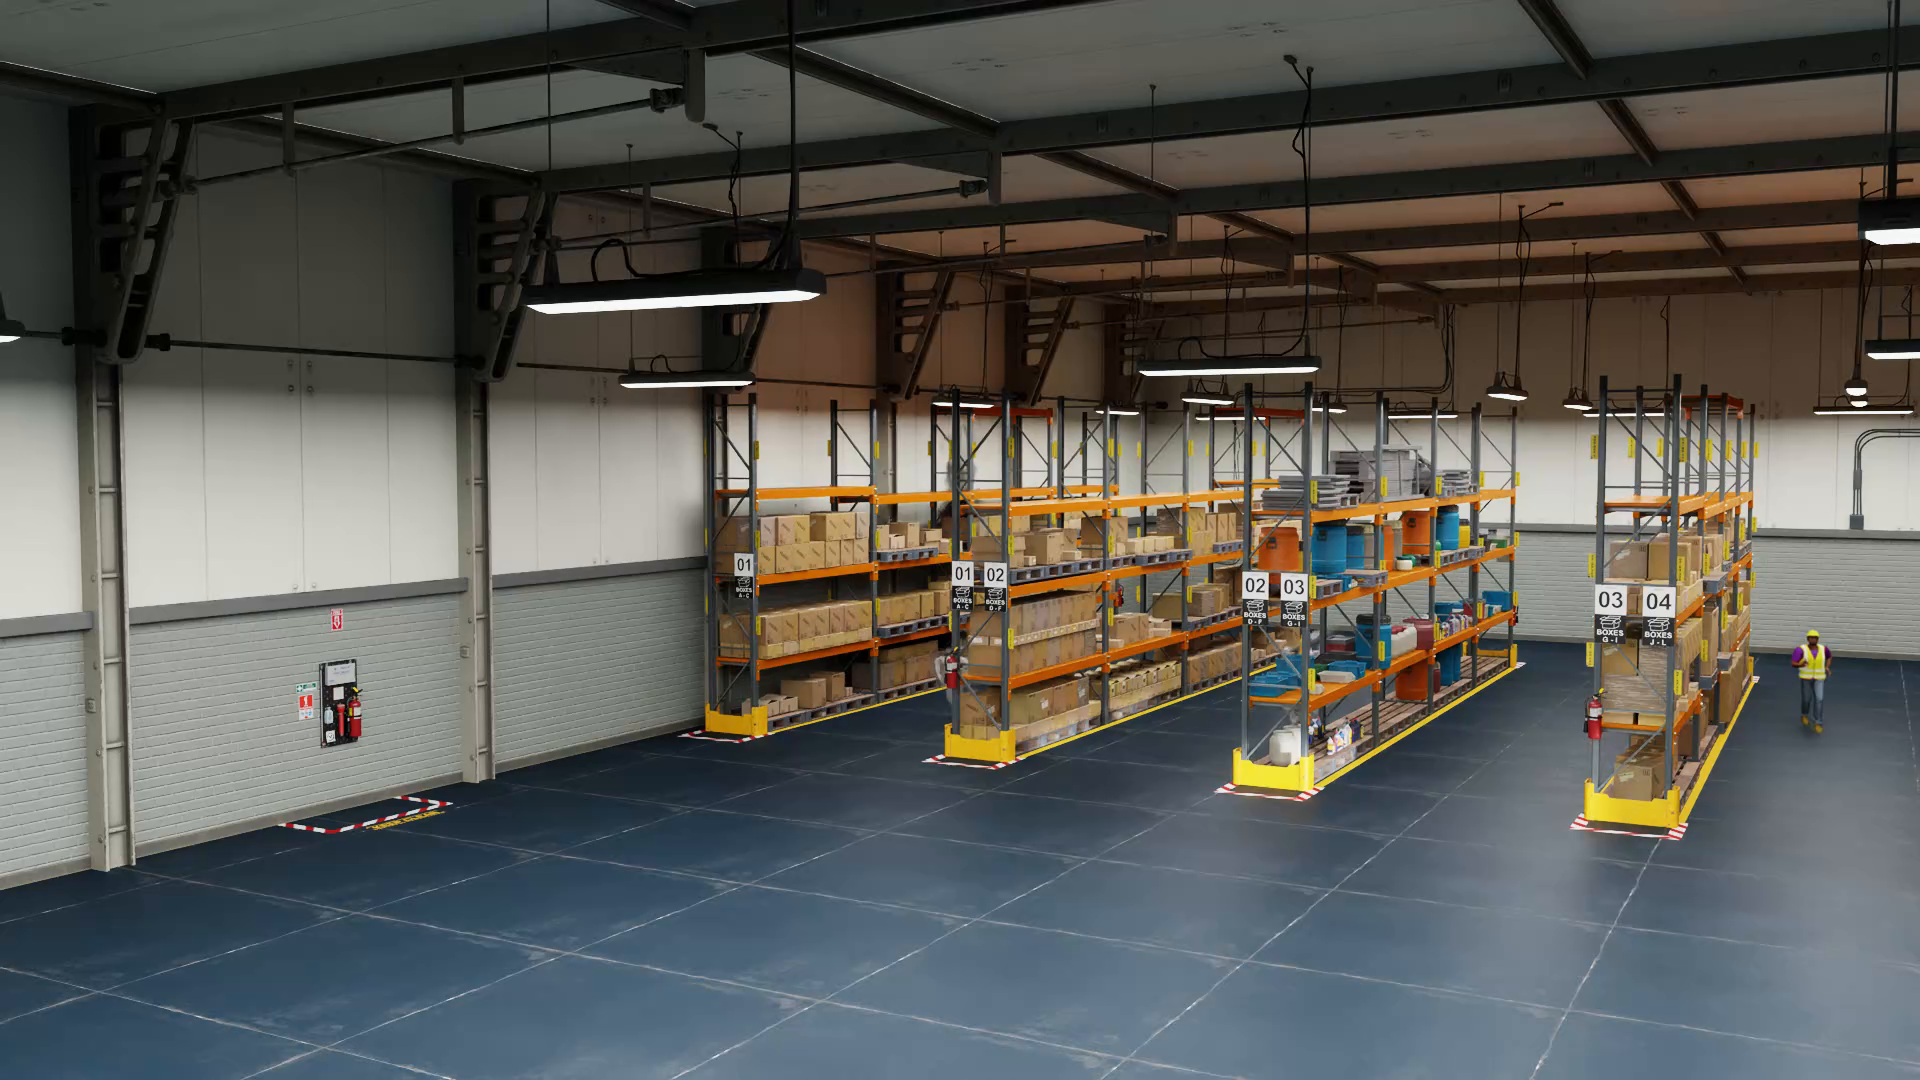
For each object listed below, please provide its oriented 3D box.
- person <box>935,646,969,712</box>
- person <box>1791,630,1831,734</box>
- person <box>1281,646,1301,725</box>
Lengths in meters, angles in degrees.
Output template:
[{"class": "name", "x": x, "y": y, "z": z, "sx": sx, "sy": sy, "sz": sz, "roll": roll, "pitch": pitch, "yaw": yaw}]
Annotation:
[{"class": "person", "x": -0.147, "y": 2.632, "z": 30.068, "sx": 0.645, "sy": 1.496, "sz": 0.816, "roll": 0, "pitch": 3, "yaw": 4}, {"class": "person", "x": 15.183, "y": 2.493, "z": 29.646, "sx": 0.690, "sy": 1.788, "sz": 0.912, "roll": 1, "pitch": 3, "yaw": 19}, {"class": "person", "x": 6.044, "y": 2.647, "z": 29.965, "sx": 0.624, "sy": 1.519, "sz": 0.895, "roll": 3, "pitch": 4, "yaw": 39}]
